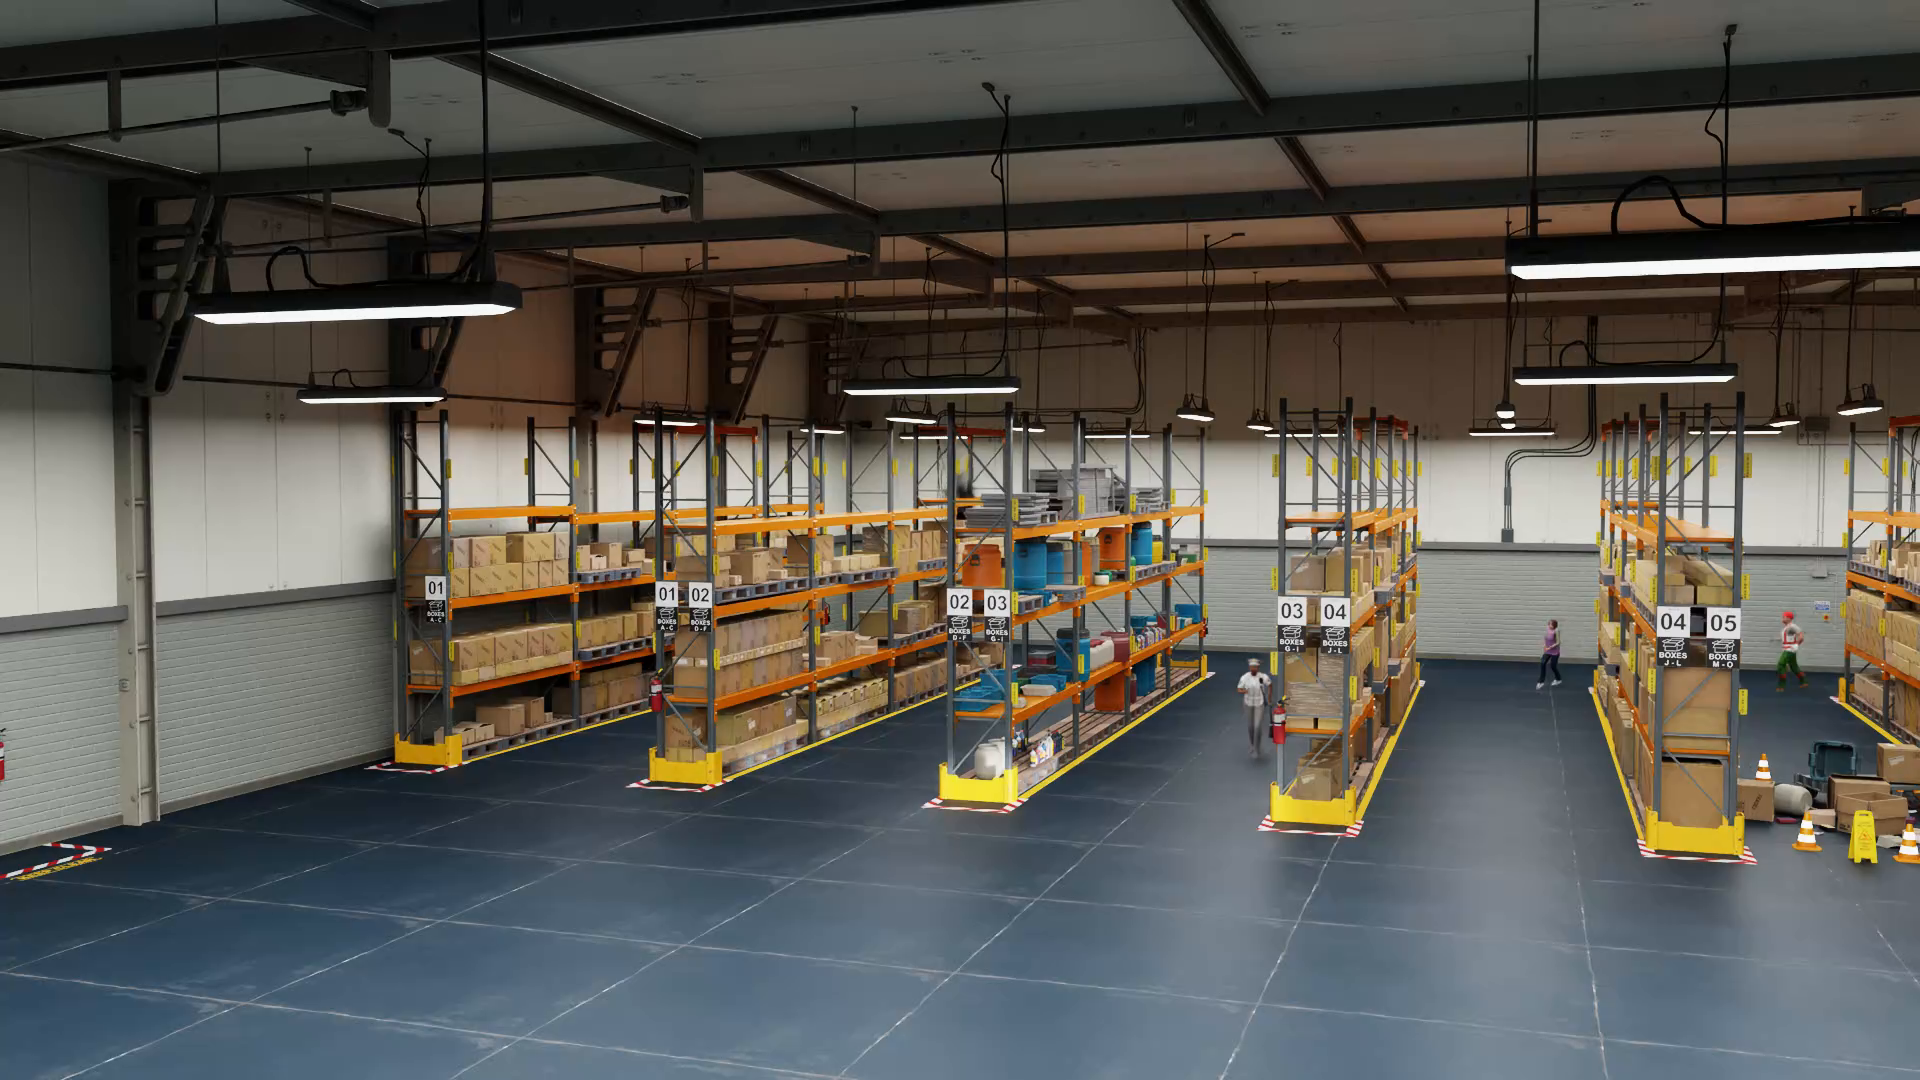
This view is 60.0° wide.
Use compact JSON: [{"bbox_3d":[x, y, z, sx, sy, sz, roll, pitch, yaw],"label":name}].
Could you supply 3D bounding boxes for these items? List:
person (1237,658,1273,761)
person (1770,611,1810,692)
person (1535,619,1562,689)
[{"bbox_3d":[5.102,2.897,28.829,0.579,1.717,0.856,1,3,20],"label":"person"},{"bbox_3d":[18.587,2.496,37.222,0.797,1.804,0.658,1,3,21],"label":"person"},{"bbox_3d":[13.501,2.597,37.849,0.783,1.607,0.554,-1,3,-28],"label":"person"}]
